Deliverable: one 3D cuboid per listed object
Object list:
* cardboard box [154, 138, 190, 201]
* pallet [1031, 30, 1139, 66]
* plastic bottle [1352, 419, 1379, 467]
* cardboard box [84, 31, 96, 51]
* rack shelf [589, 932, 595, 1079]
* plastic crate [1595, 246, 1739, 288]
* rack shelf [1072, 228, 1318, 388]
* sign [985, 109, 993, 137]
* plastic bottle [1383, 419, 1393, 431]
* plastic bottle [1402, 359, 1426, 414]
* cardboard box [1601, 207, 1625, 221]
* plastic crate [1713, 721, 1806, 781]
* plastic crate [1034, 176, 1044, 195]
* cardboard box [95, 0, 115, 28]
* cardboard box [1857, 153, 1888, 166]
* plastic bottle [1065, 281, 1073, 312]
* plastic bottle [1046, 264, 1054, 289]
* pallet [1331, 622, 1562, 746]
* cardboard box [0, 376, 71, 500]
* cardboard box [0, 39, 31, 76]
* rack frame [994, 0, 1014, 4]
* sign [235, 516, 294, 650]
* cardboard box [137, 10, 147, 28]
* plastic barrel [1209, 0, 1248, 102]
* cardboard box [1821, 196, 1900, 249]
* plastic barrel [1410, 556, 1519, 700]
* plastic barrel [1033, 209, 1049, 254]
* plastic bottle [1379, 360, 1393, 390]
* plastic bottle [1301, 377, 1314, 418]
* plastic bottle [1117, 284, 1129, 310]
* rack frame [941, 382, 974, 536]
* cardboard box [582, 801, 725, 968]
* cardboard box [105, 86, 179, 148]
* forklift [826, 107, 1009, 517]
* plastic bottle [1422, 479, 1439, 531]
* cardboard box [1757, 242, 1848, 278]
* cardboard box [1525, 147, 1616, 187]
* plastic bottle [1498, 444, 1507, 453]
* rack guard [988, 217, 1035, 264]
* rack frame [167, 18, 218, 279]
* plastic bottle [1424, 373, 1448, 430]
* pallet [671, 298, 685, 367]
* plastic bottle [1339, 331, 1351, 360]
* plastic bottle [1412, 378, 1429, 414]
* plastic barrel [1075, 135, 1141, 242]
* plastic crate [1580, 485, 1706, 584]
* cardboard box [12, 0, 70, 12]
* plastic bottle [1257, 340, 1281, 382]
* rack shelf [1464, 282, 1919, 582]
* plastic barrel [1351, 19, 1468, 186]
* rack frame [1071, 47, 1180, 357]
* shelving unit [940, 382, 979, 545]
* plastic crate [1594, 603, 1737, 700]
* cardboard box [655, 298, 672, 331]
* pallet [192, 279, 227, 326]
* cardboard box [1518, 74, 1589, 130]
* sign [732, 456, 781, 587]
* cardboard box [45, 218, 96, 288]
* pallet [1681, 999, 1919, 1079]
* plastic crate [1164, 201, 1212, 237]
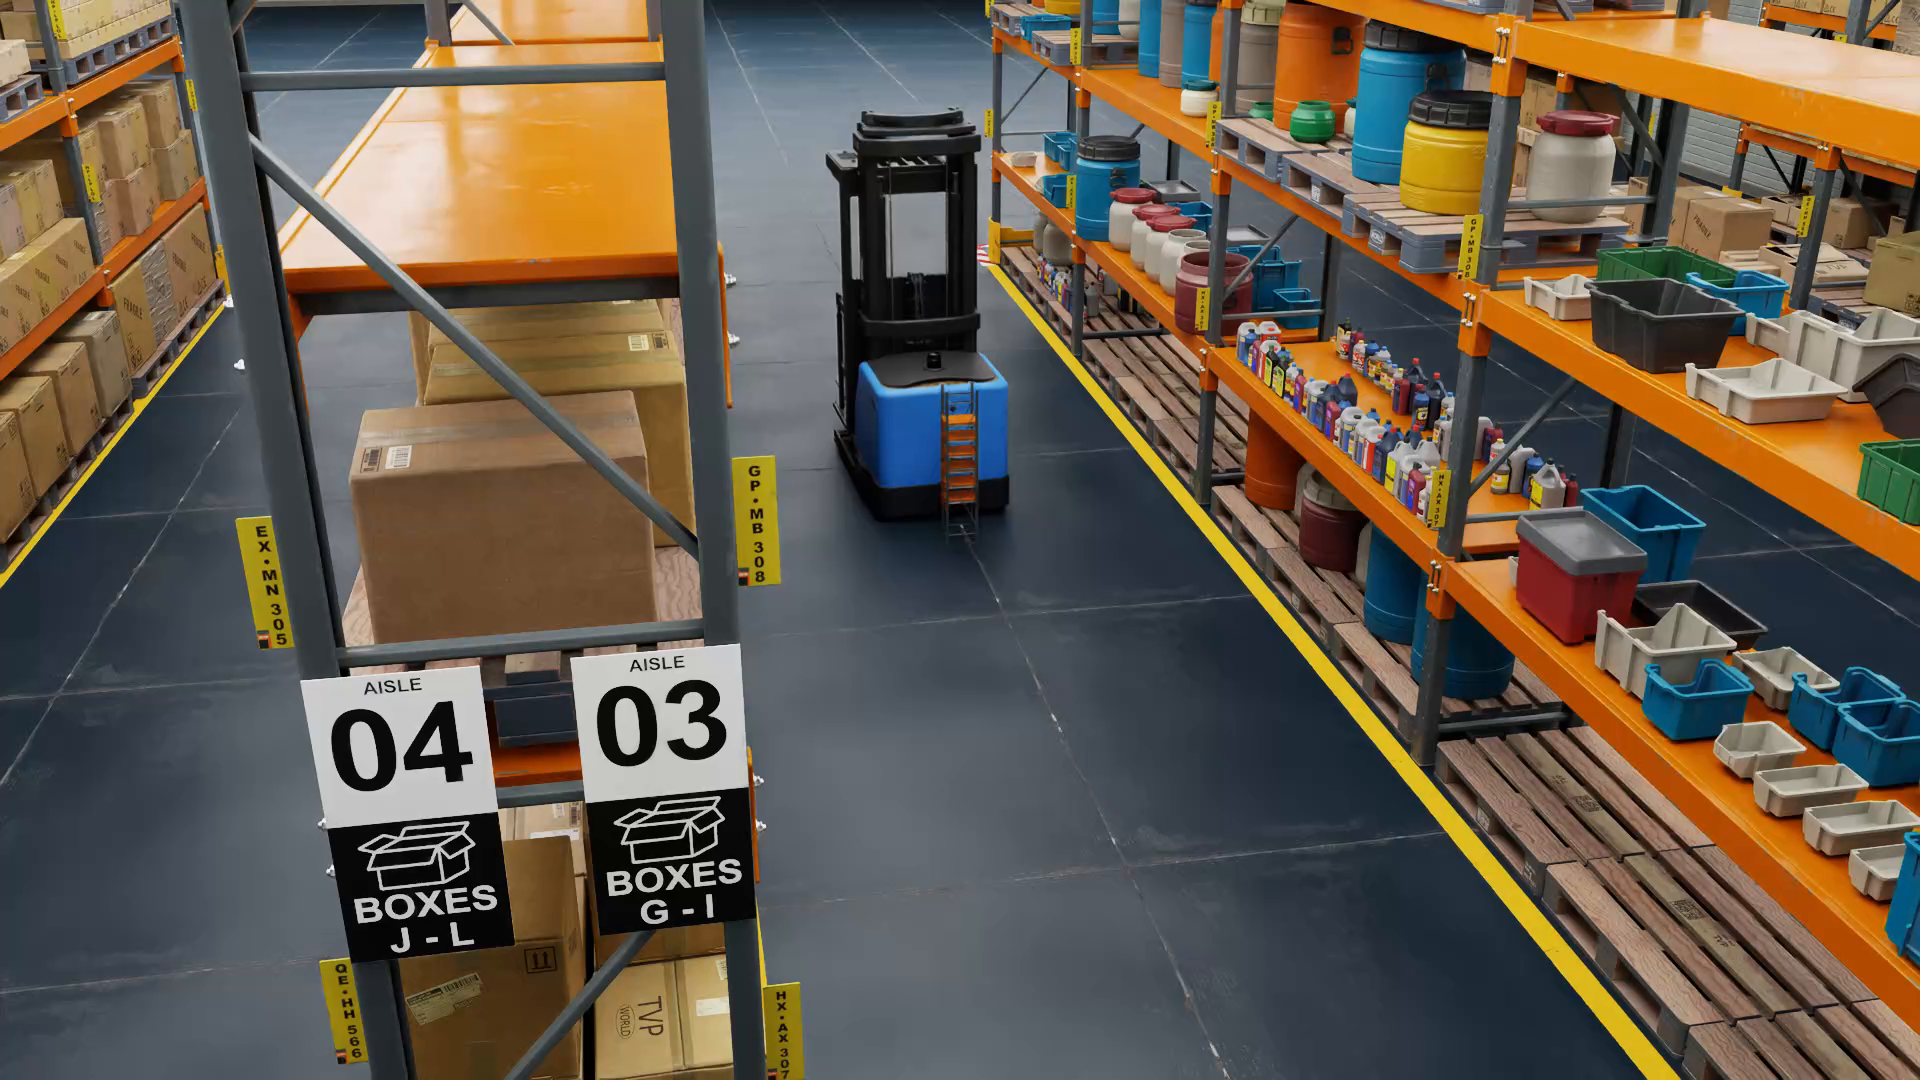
[{"bbox_3d":[-8.639,-3.869,17.417,0.875,0.550,0.550,-4,24,-10],"label":"cardboard box"},{"bbox_3d":[1.395,-4.843,16.322,1.213,0.211,1.003,-4,24,-10],"label":"pallet"},{"bbox_3d":[2.528,-0.601,10.276,0.152,0.276,0.135,-4,24,-10],"label":"plastic bottle"},{"bbox_3d":[-7.964,-4.451,14.852,0.380,0.149,0.250,-4,24,-10],"label":"cardboard box"},{"bbox_3d":[-1.394,1.351,6.550,1.077,0.370,4.000,-4,24,-10],"label":"rack shelf"},{"bbox_3d":[3.480,-1.265,8.158,0.450,0.188,0.662,-4,24,-10],"label":"plastic crate"},{"bbox_3d":[1.995,-2.162,14.594,1.077,0.370,4.000,-4,24,-10],"label":"rack shelf"},{"bbox_3d":[0.344,-4.940,19.709,0.100,0.325,0.005,-4,24,-10],"label":"sign"},{"bbox_3d":[2.647,-0.616,10.315,0.097,0.271,0.097,0,24,0],"label":"plastic bottle"},{"bbox_3d":[3.058,-1.040,11.187,0.144,0.351,0.185,-4,24,-10],"label":"plastic bottle"},{"bbox_3d":[6.456,-3.165,16.305,0.380,0.149,0.250,-4,24,-10],"label":"cardboard box"},{"bbox_3d":[3.327,0.890,6.962,0.298,0.136,0.250,-4,24,-10],"label":"plastic crate"},{"bbox_3d":[1.076,-3.778,17.724,0.530,0.136,0.437,-4,24,-10],"label":"plastic crate"},{"bbox_3d":[-8.140,-4.875,15.325,0.500,0.250,0.500,-5,24,-10],"label":"cardboard box"},{"bbox_3d":[10.783,-4.509,19.232,0.500,0.250,0.500,-4,24,-10],"label":"cardboard box"},{"bbox_3d":[1.187,-2.574,17.398,0.144,0.351,0.185,-6,24,-12],"label":"plastic bottle"},{"bbox_3d":[0.996,-2.893,18.228,0.097,0.271,0.097,0,24,0],"label":"plastic bottle"},{"bbox_3d":[3.002,0.839,10.307,1.003,0.211,1.213,-4,24,-10],"label":"pallet"},{"bbox_3d":[-7.585,-0.763,12.777,1.050,0.750,0.750,-4,24,-9],"label":"cardboard box"},{"bbox_3d":[-7.848,-3.863,13.379,0.500,0.250,0.500,-4,24,-9],"label":"cardboard box"},{"bbox_3d":[0.885,-7.601,18.653,1.000,3.000,0.127,-4,24,-10],"label":"rack frame"},{"bbox_3d":[-1.560,0.099,3.764,0.100,0.325,0.005,-4,24,-10],"label":"sign"},{"bbox_3d":[-8.293,-5.150,16.452,0.380,0.149,0.250,-5,24,-11],"label":"cardboard box"},{"bbox_3d":[2.305,-3.873,13.328,0.600,0.830,0.708,-4,24,-10],"label":"plastic barrel"},{"bbox_3d":[10.853,-3.846,20.124,0.700,0.500,0.500,-6,24,-13],"label":"cardboard box"},{"bbox_3d":[3.020,0.422,9.875,0.600,0.901,0.708,-4,24,-10],"label":"plastic barrel"},{"bbox_3d":[1.082,-3.651,19.688,0.421,0.512,0.421,0,24,0],"label":"plastic barrel"},{"bbox_3d":[2.995,-1.158,11.644,0.097,0.201,0.097,0,24,0],"label":"plastic bottle"},{"bbox_3d":[2.335,-0.950,11.081,0.097,0.271,0.097,0,24,0],"label":"plastic bottle"},{"bbox_3d":[1.742,-2.604,17.467,0.144,0.351,0.185,-4,24,-10],"label":"plastic bottle"},{"bbox_3d":[-0.020,-0.592,12.348,0.240,1.200,0.006,-4,24,-10],"label":"rack frame"},{"bbox_3d":[-0.940,0.991,5.354,0.500,0.500,0.500,-5,24,-11],"label":"cardboard box"},{"bbox_3d":[-8.653,-4.363,17.199,0.875,0.550,0.550,-4,24,-10],"label":"cardboard box"},{"bbox_3d":[-0.460,-2.080,13.593,1.130,2.935,3.031,-6,24,-12],"label":"forklift"},{"bbox_3d":[2.714,-0.206,9.372,0.152,0.276,0.135,-4,24,-10],"label":"plastic bottle"},{"bbox_3d":[7.258,-2.396,14.341,0.500,0.311,0.500,-5,24,-10],"label":"cardboard box"},{"bbox_3d":[6.405,-3.864,17.466,0.700,0.500,0.500,-5,24,-11],"label":"cardboard box"},{"bbox_3d":[3.313,-0.481,10.094,0.097,0.201,0.097,0,24,0],"label":"plastic bottle"},{"bbox_3d":[0.946,-3.680,20.294,1.175,0.500,0.348,-4,24,-10],"label":"rack guard"},{"bbox_3d":[-8.875,-4.158,18.265,1.000,3.000,0.127,-4,24,-10],"label":"rack frame"},{"bbox_3d":[3.117,-0.915,10.901,0.144,0.351,0.185,-4,24,-10],"label":"plastic bottle"},{"bbox_3d":[-1.622,-0.777,6.886,1.003,0.211,1.213,-4,24,-10],"label":"pallet"},{"bbox_3d":[2.862,-1.440,12.290,0.097,0.201,0.097,0,24,0],"label":"plastic bottle"},{"bbox_3d":[3.069,-0.945,11.054,0.061,0.283,0.133,-4,24,-10],"label":"plastic bottle"},{"bbox_3d":[1.399,-3.334,15.752,0.600,0.901,0.708,-4,24,-10],"label":"plastic barrel"},{"bbox_3d":[3.526,0.006,8.675,0.392,0.384,0.575,-4,24,-10],"label":"plastic crate"},{"bbox_3d":[-7.869,-4.616,14.234,0.380,0.149,0.250,-4,24,-9],"label":"cardboard box"},{"bbox_3d":[2.212,-1.272,11.813,0.152,0.276,0.135,-4,24,-10],"label":"plastic bottle"},{"bbox_3d":[3.474,-0.390,6.789,1.077,0.370,4.000,-4,24,-10],"label":"rack shelf"},{"bbox_3d":[2.638,-2.589,9.773,0.600,0.901,0.708,-4,24,-10],"label":"plastic barrel"},{"bbox_3d":[1.625,-3.279,16.252,1.000,3.000,0.127,-4,24,-10],"label":"rack frame"},{"bbox_3d":[-0.003,-0.556,12.265,0.258,1.200,0.189,-4,24,-10],"label":"shelving unit"},{"bbox_3d":[3.206,0.509,7.652,0.437,0.282,0.530,-4,24,-10],"label":"plastic crate"},{"bbox_3d":[-1.465,-0.909,6.303,0.700,0.500,0.500,-3,24,-7],"label":"cardboard box"},{"bbox_3d":[-8.651,-2.571,18.116,1.003,0.211,1.213,-4,24,-10],"label":"pallet"},{"bbox_3d":[6.311,-4.657,17.661,0.700,0.500,0.500,-4,24,-10],"label":"cardboard box"},{"bbox_3d":[-0.477,-0.042,3.902,0.100,0.325,0.005,-4,24,-10],"label":"sign"},{"bbox_3d":[-7.777,-2.445,14.218,0.500,0.500,0.500,-4,24,-10],"label":"cardboard box"},{"bbox_3d":[3.730,2.392,6.752,1.003,0.211,1.213,-4,24,-10],"label":"pallet"},{"bbox_3d":[2.135,-2.860,15.314,0.392,0.384,0.575,-4,24,-10],"label":"plastic crate"}]
